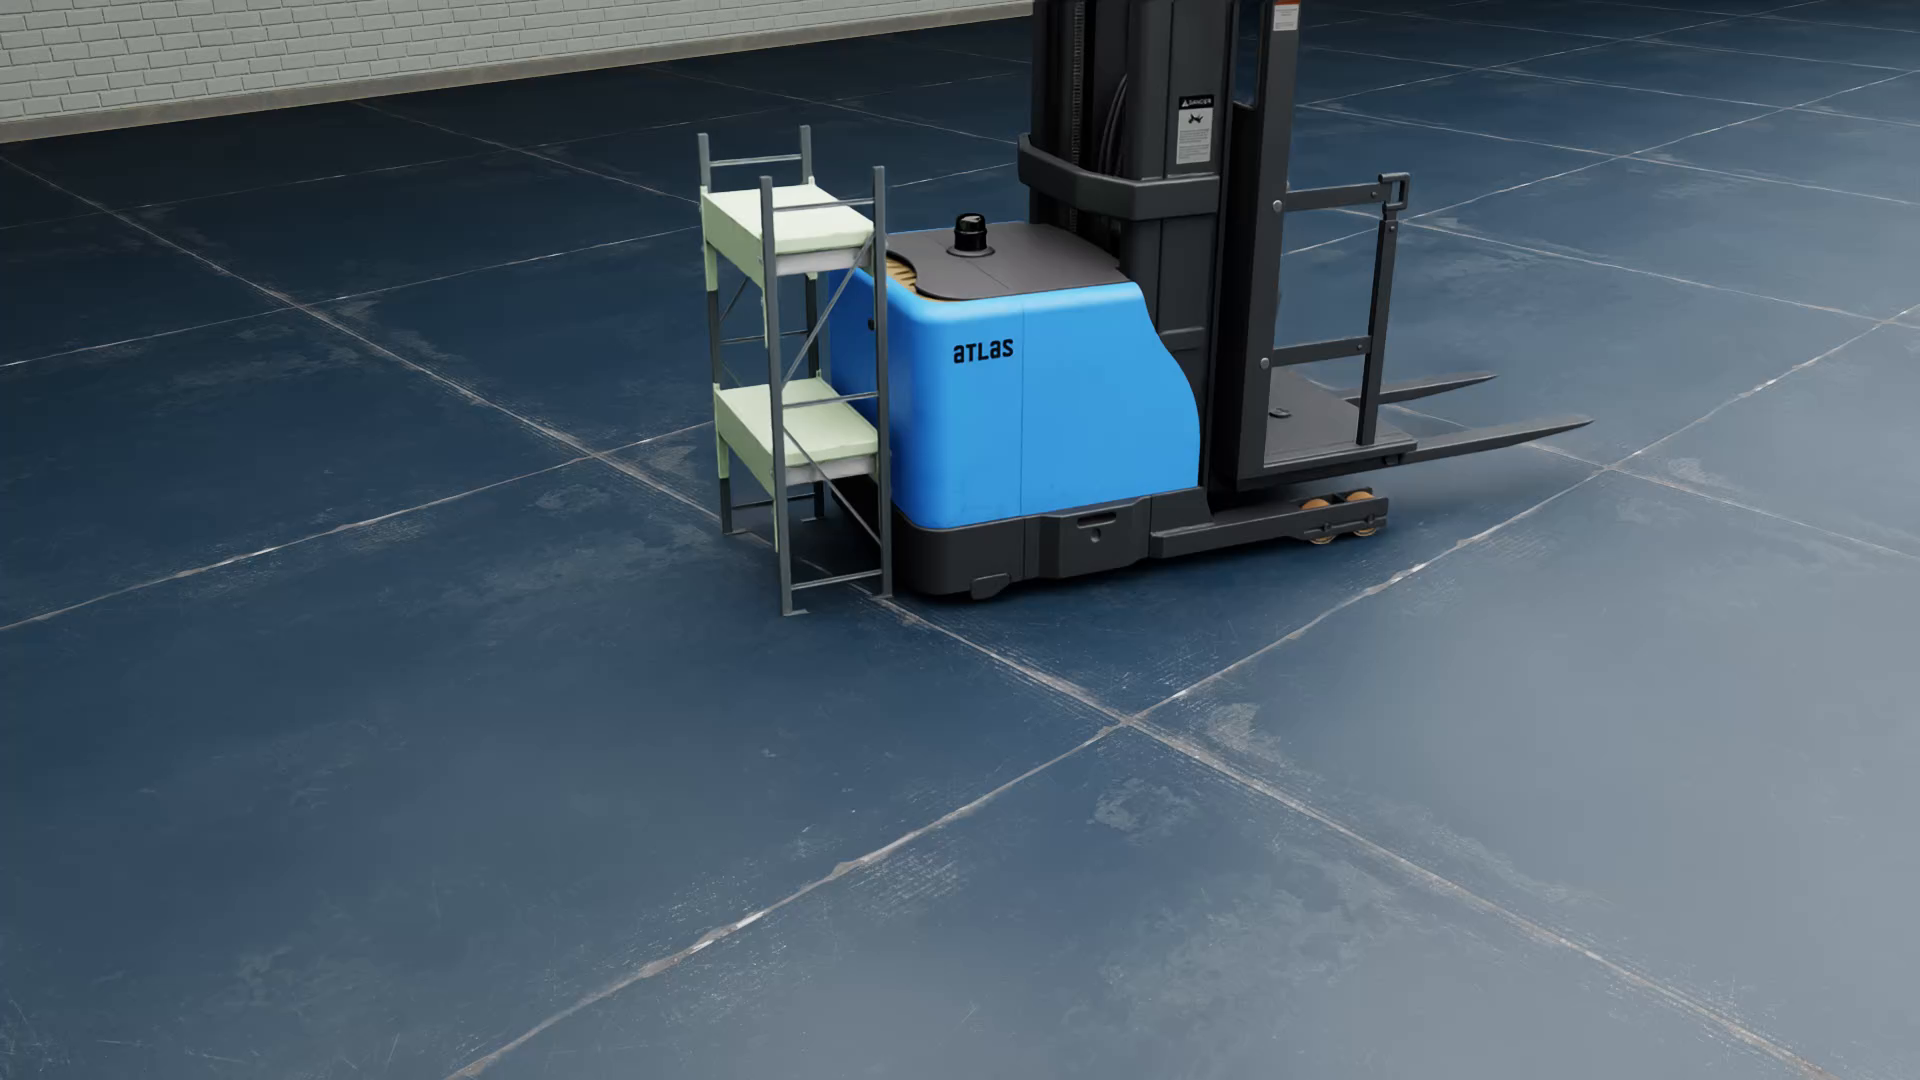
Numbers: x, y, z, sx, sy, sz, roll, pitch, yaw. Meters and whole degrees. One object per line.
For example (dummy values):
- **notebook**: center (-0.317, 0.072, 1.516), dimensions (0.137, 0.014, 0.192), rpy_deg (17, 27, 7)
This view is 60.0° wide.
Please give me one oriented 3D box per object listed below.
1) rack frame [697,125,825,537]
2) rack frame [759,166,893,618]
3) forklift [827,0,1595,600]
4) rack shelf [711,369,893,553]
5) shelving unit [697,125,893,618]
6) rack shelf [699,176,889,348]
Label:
- **rack frame**: center (-0.711, -0.732, 6.047), dimensions (0.400, 1.500, 0.023), rpy_deg (-10, 26, -21)
- **rack frame**: center (-0.424, -0.452, 5.434), dimensions (0.400, 1.500, 0.023), rpy_deg (-10, 26, -21)
- **forklift**: center (1.068, -1.508, 6.024), dimensions (3.031, 2.935, 1.130), rpy_deg (-10, 26, -20)
- **rack shelf**: center (-0.567, -0.295, 5.876), dimensions (0.431, 0.370, 0.720), rpy_deg (-10, 26, -21)
- **shelving unit**: center (-0.567, -0.592, 5.741), dimensions (0.431, 1.500, 0.755), rpy_deg (-10, 26, -21)
- **rack shelf**: center (-0.567, -0.947, 5.579), dimensions (0.431, 0.370, 0.720), rpy_deg (-10, 26, -21)
